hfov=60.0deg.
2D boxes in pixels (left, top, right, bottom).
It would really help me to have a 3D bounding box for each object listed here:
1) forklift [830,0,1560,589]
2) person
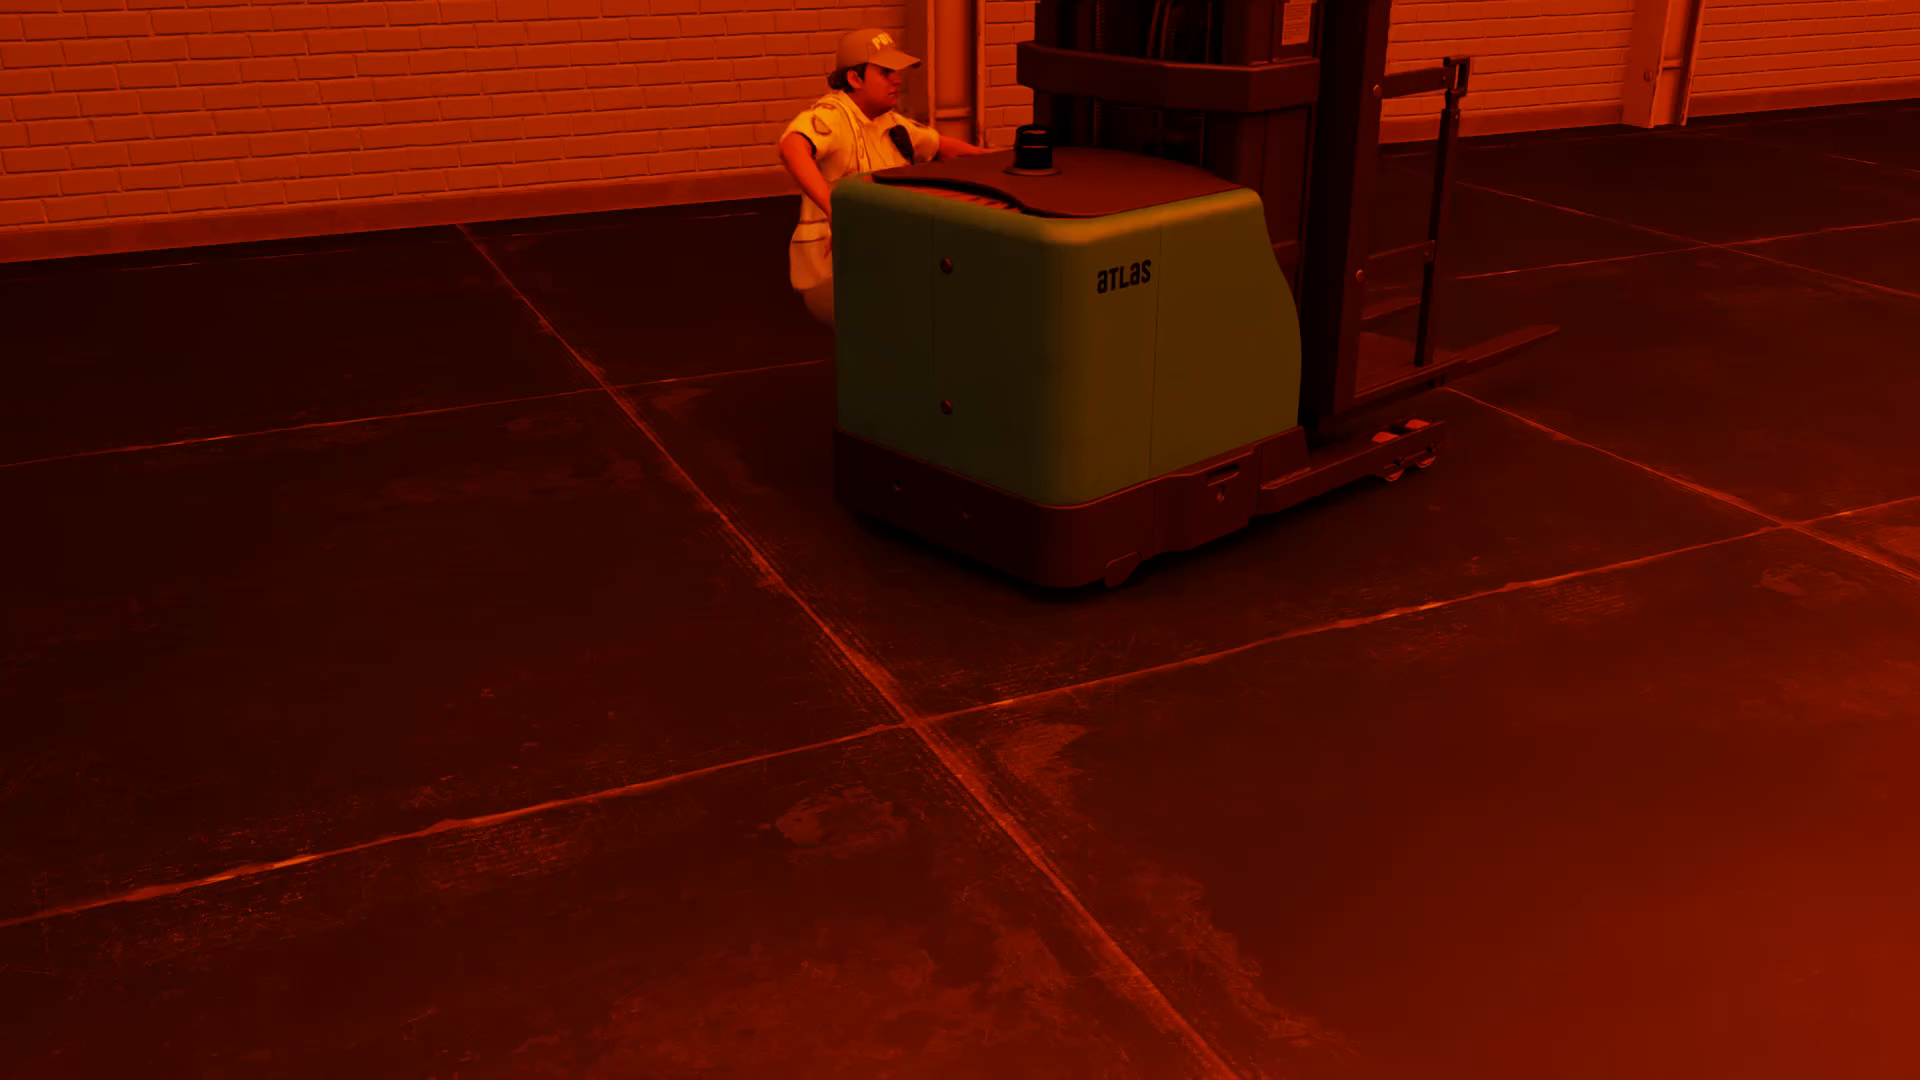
[{"bbox_3d":[1.025,-1.679,5.327,3.031,2.935,1.130,-20,30,-39],"label":"forklift"},{"bbox_3d":[-0.142,-0.910,5.381,0.822,1.409,0.973,8,24,19],"label":"person"}]
